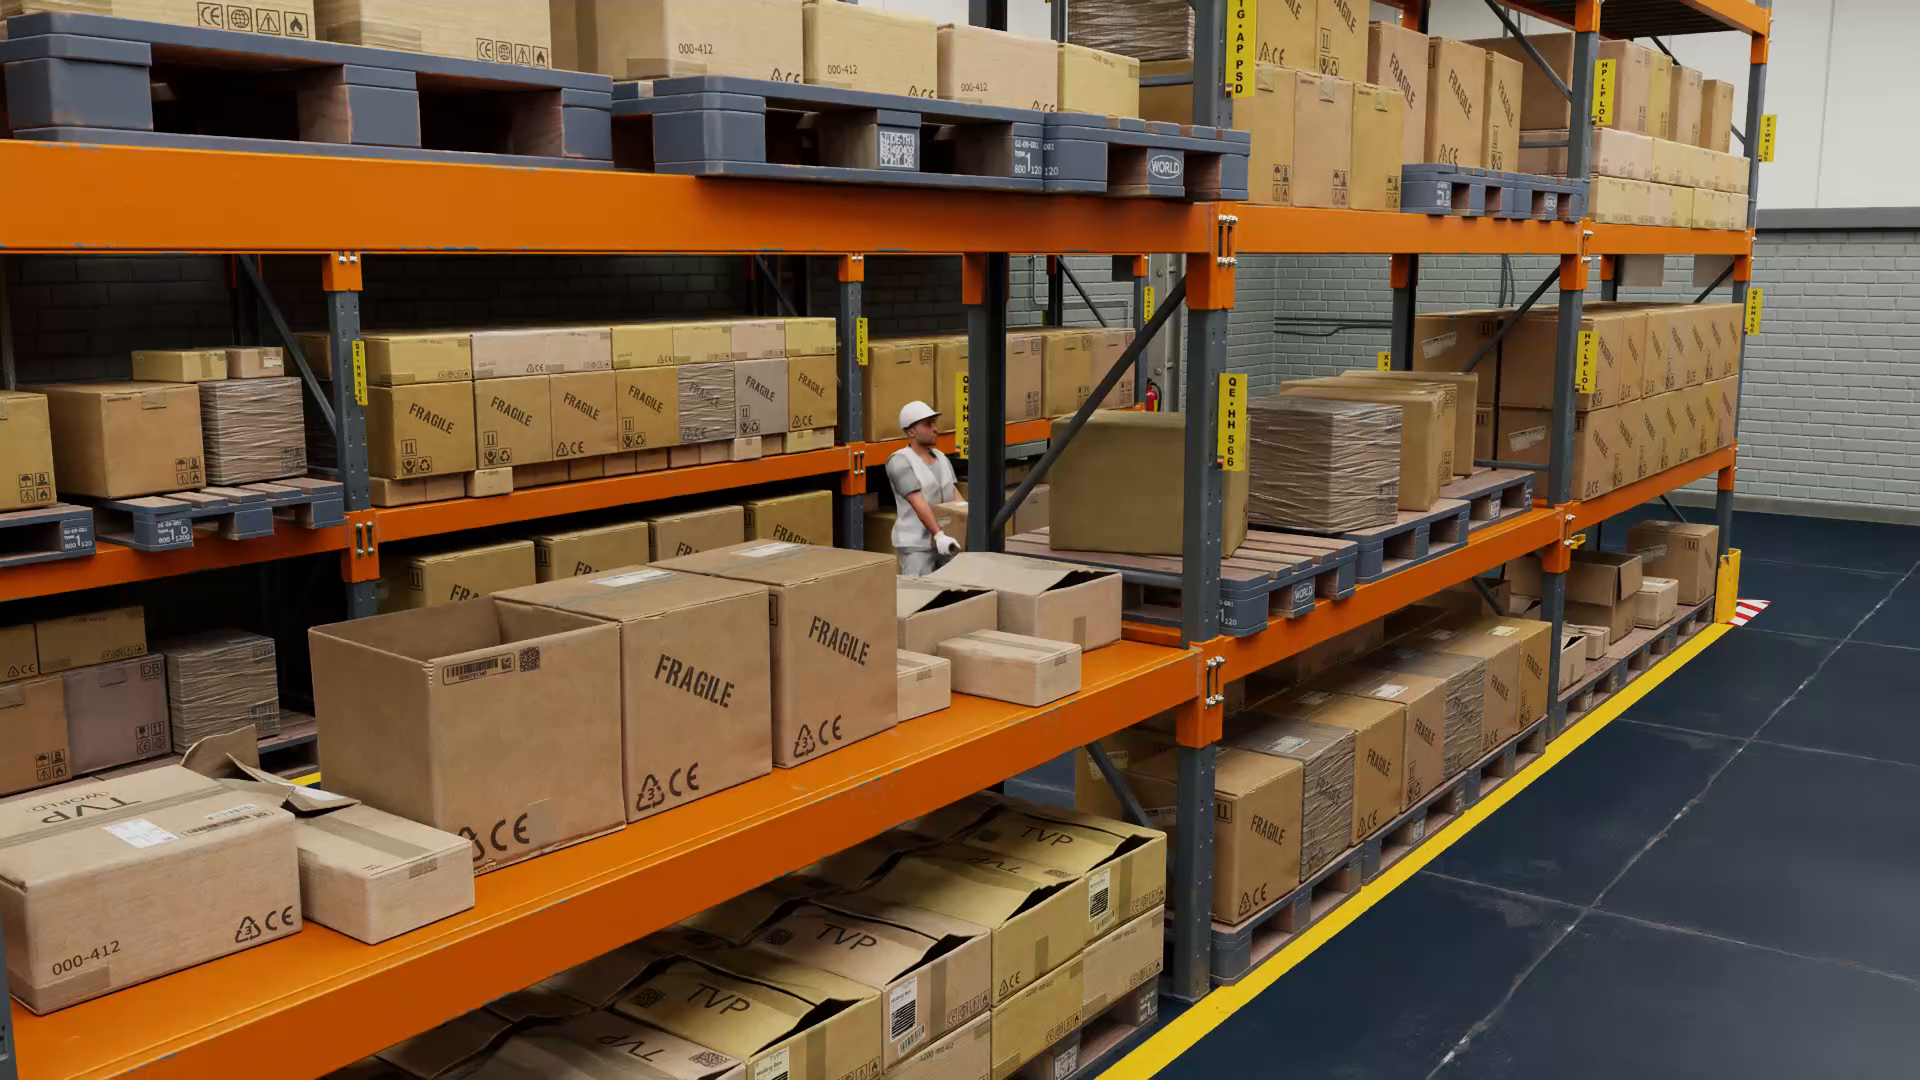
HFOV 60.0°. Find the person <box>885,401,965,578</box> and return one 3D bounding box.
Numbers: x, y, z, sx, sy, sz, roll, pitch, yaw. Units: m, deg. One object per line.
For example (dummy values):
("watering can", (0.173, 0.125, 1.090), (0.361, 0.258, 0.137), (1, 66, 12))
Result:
("person", (-0.127, 0.071, 9.924), (0.563, 1.782, 0.493), (7, 12, 36))
